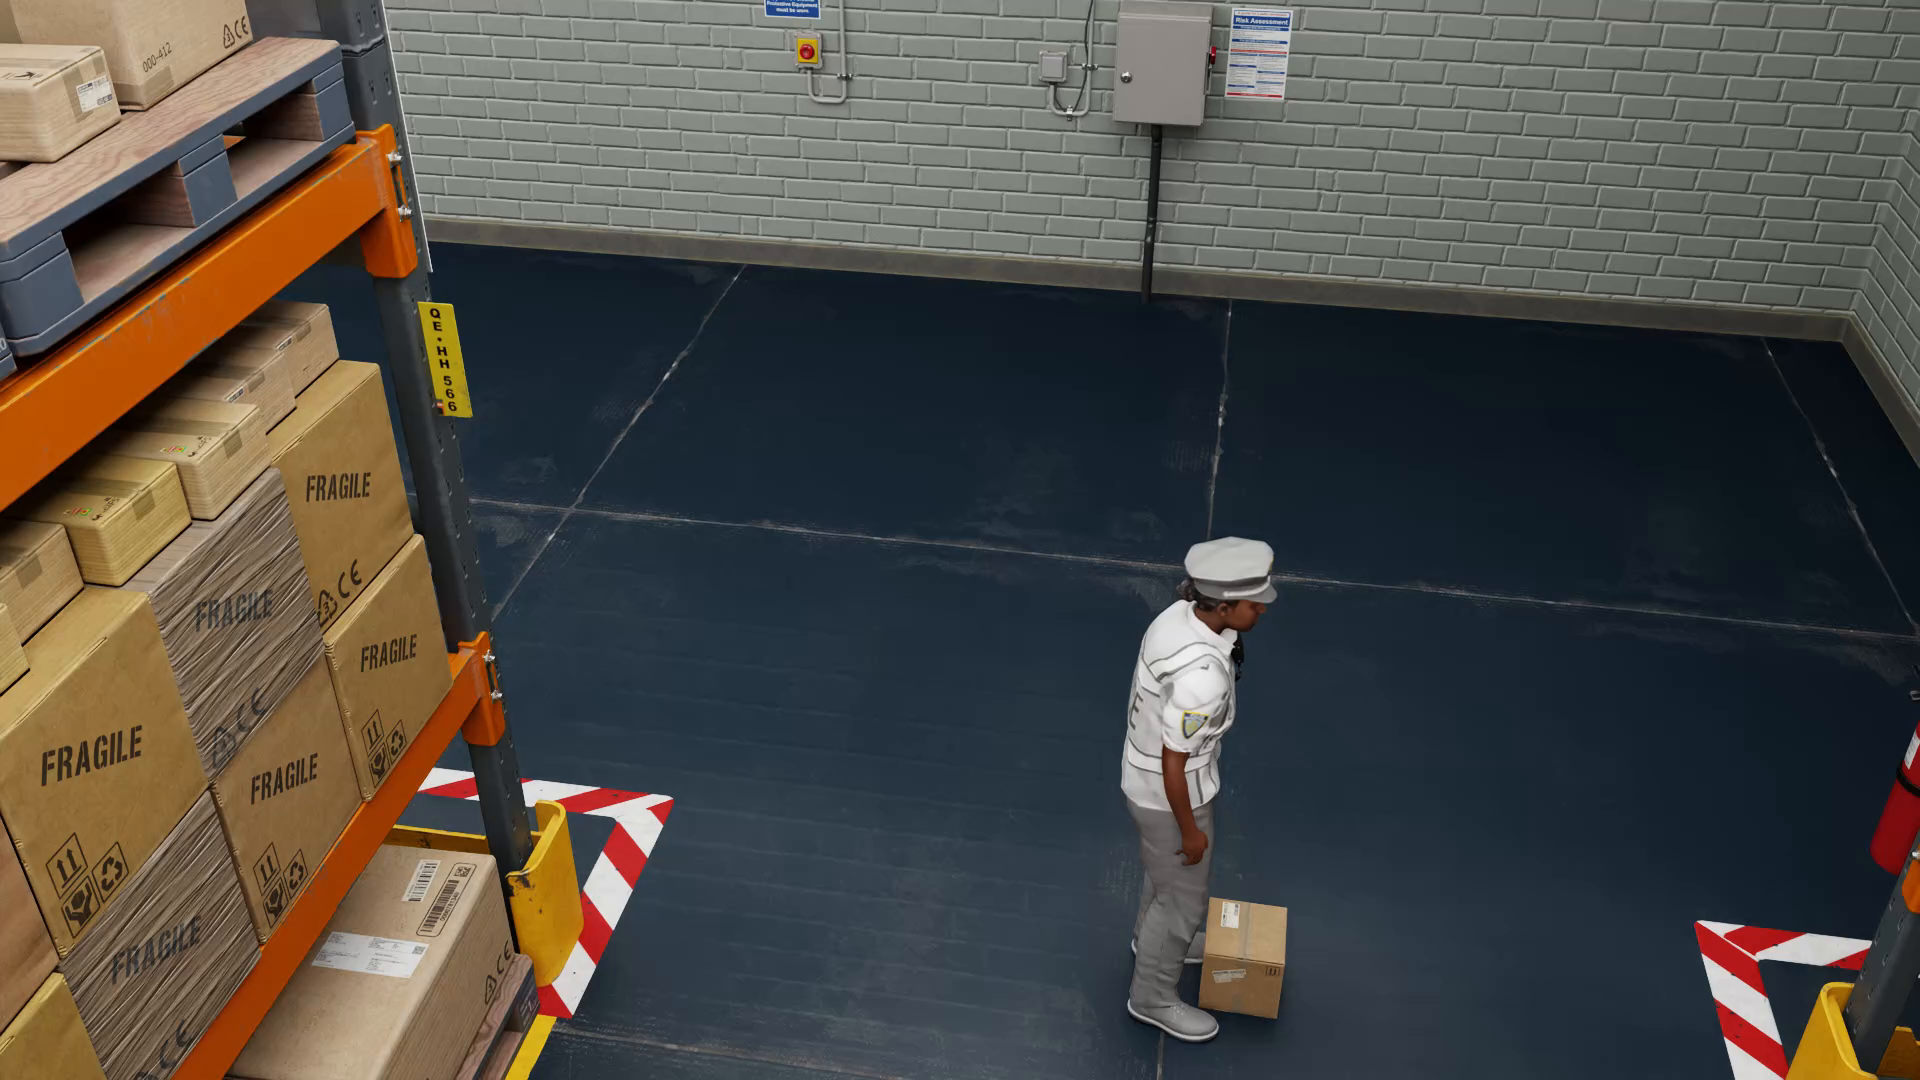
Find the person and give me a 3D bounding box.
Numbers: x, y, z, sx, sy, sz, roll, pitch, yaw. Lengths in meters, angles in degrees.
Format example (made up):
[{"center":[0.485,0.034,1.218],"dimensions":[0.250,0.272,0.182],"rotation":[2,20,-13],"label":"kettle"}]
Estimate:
[{"center":[0.678,0.736,4.987],"dimensions":[0.395,1.659,0.508],"rotation":[5,33,8],"label":"person"}]
